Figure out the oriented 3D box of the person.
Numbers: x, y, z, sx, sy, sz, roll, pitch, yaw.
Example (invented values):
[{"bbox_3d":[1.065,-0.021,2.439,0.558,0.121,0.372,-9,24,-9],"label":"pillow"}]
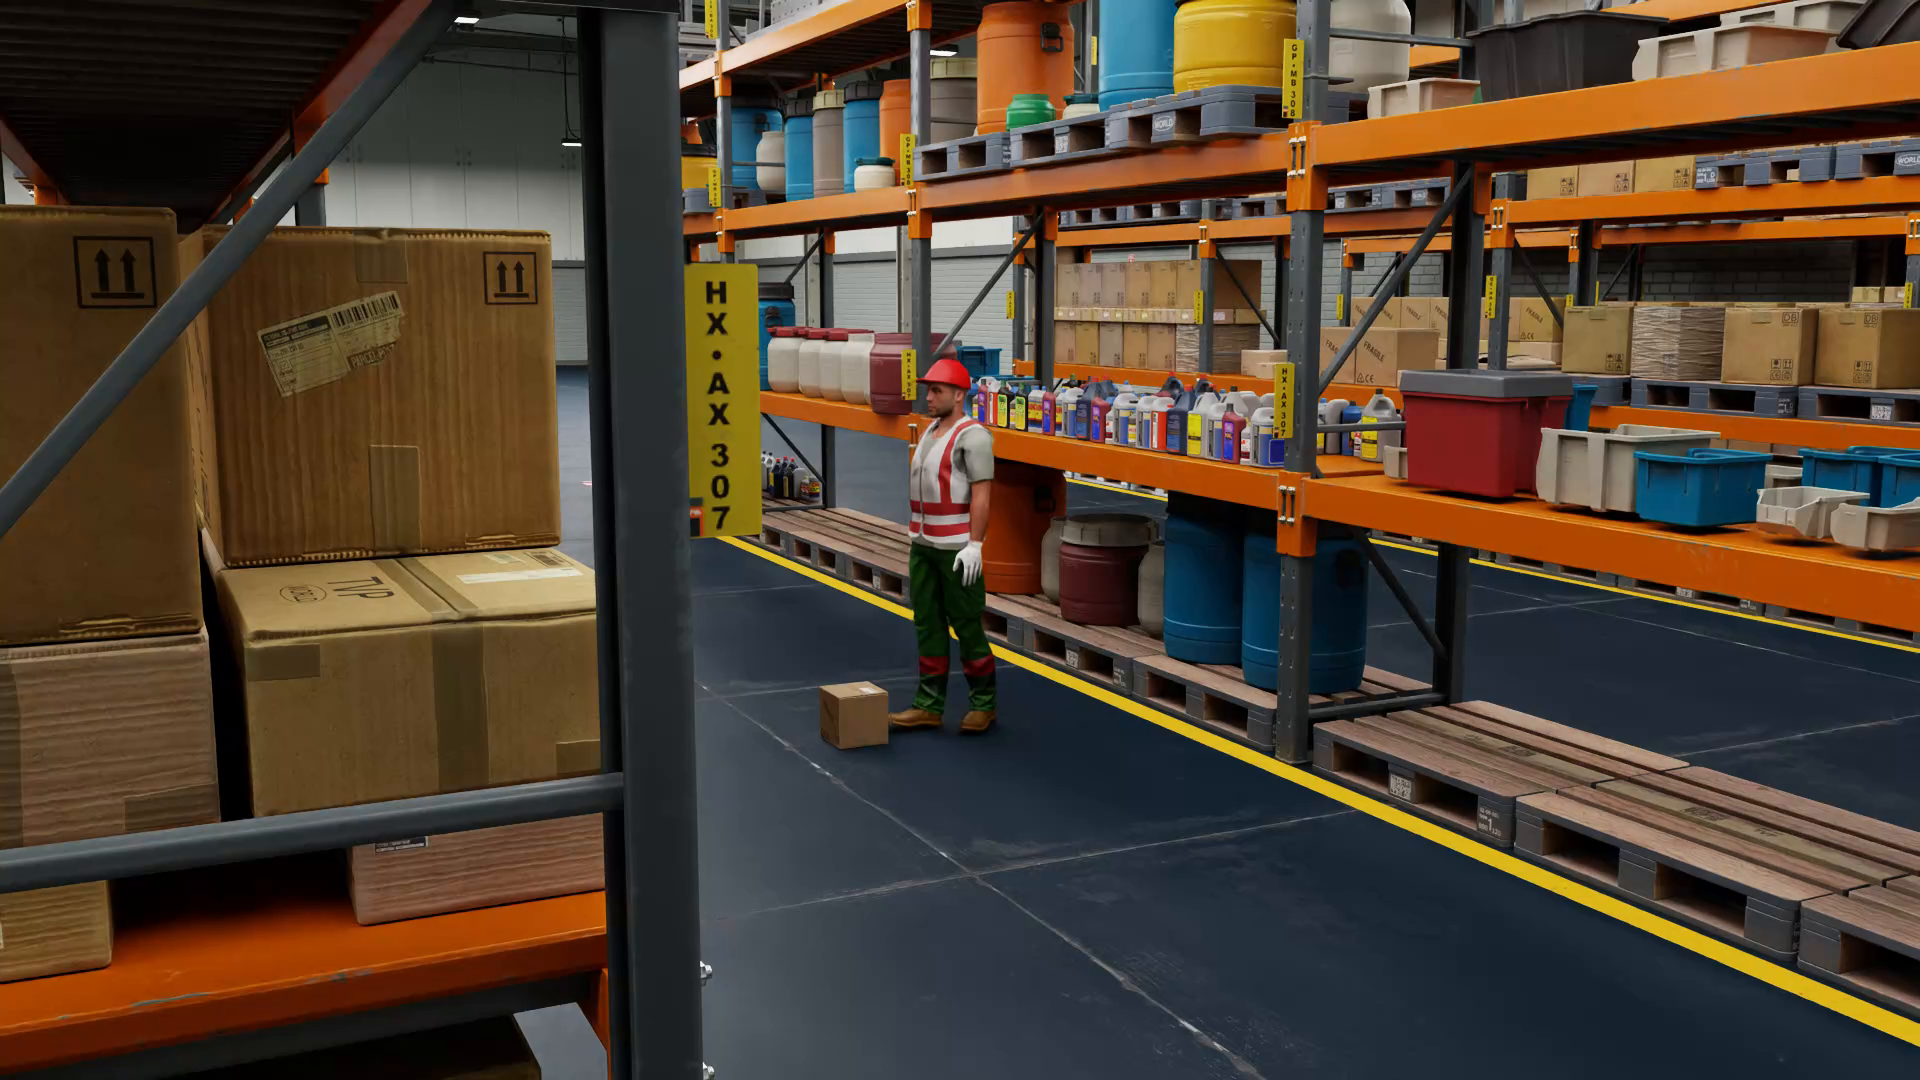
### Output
[{"bbox_3d":[-0.078,0.038,7.974,0.516,1.796,0.585,-6,11,-37],"label":"person"}]
